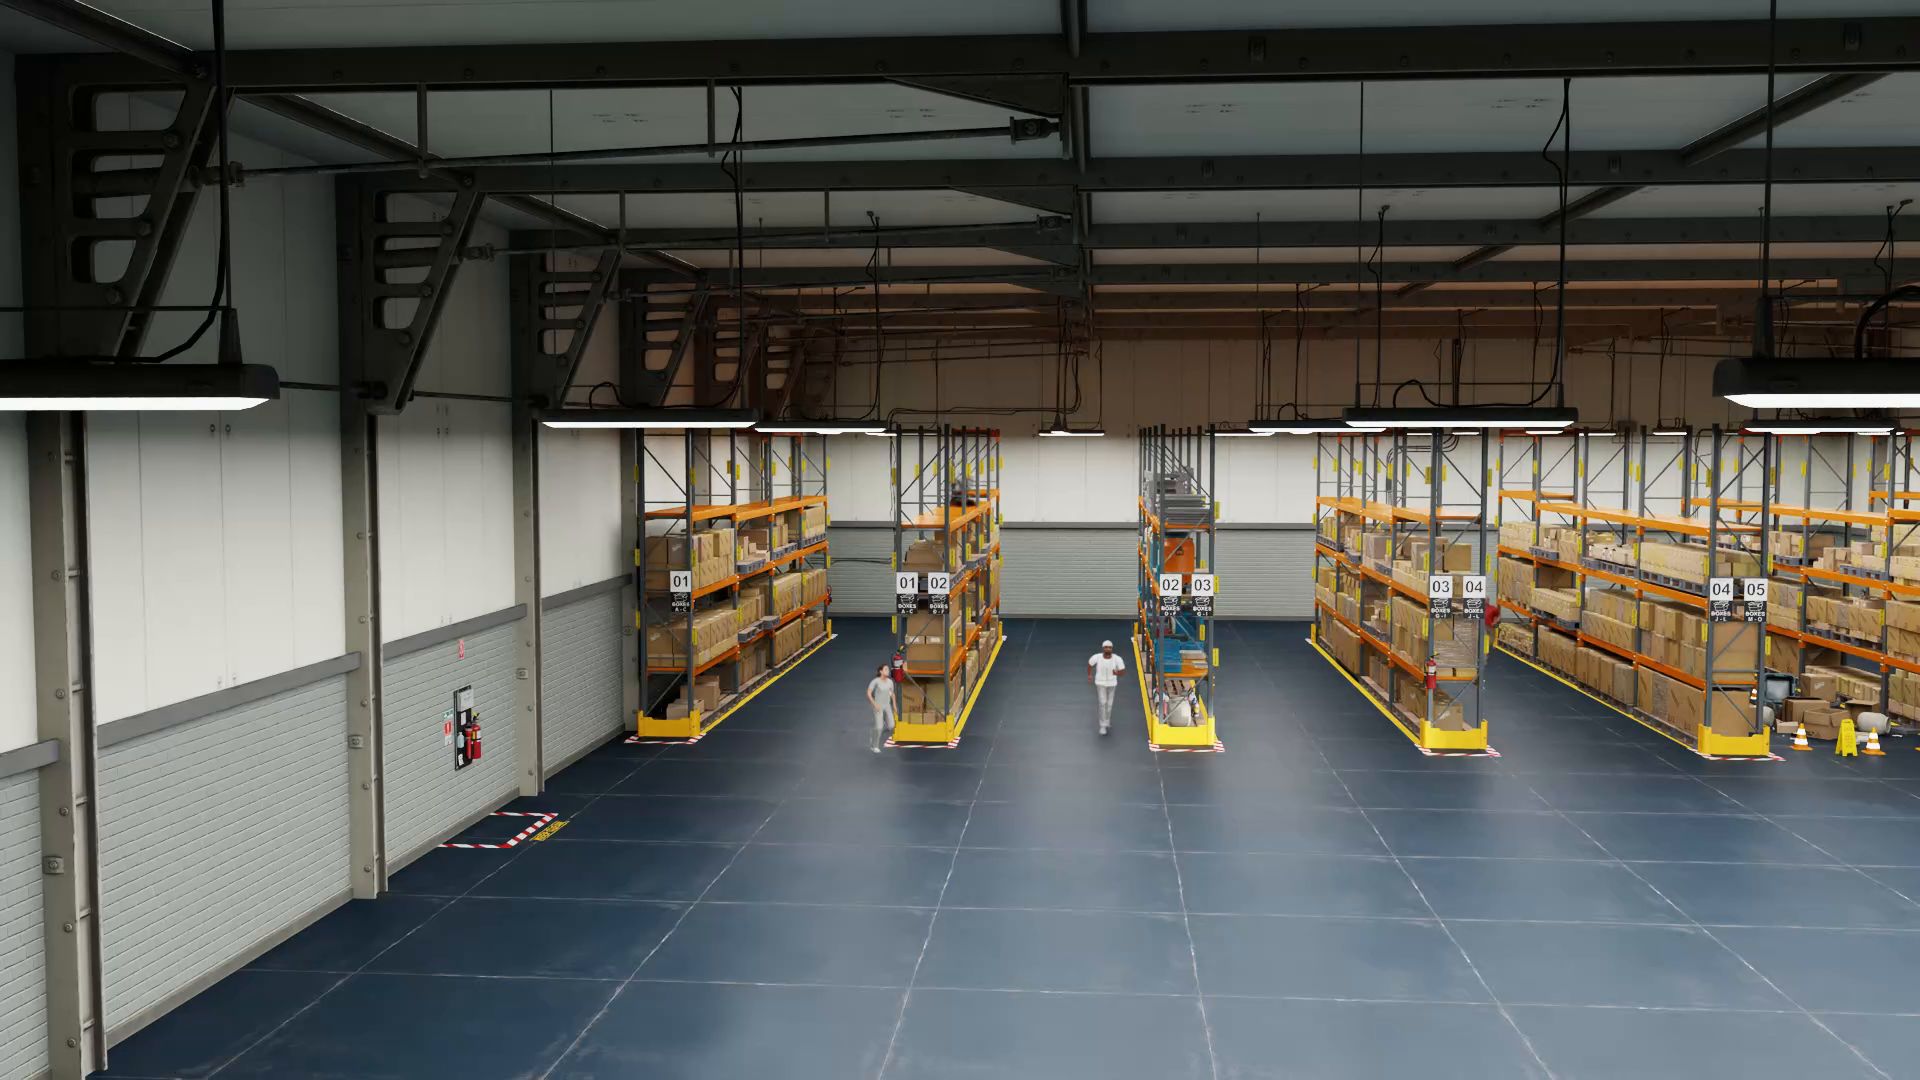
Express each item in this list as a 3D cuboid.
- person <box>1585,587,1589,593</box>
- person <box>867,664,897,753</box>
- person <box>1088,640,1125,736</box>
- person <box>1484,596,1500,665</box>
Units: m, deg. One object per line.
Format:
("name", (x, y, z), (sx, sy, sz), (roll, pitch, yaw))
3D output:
("person", (16.850, 2.131, 44.918), (0.657, 1.722, 0.582), (0, 4, -8))
("person", (-1.409, 3.071, 30.450), (0.607, 1.602, 0.541), (-2, 4, -32))
("person", (2.861, 2.853, 32.440), (0.699, 1.812, 0.788), (0, 3, -5))
("person", (13.457, 2.296, 42.500), (0.655, 1.727, 0.795), (1, 4, 12))
